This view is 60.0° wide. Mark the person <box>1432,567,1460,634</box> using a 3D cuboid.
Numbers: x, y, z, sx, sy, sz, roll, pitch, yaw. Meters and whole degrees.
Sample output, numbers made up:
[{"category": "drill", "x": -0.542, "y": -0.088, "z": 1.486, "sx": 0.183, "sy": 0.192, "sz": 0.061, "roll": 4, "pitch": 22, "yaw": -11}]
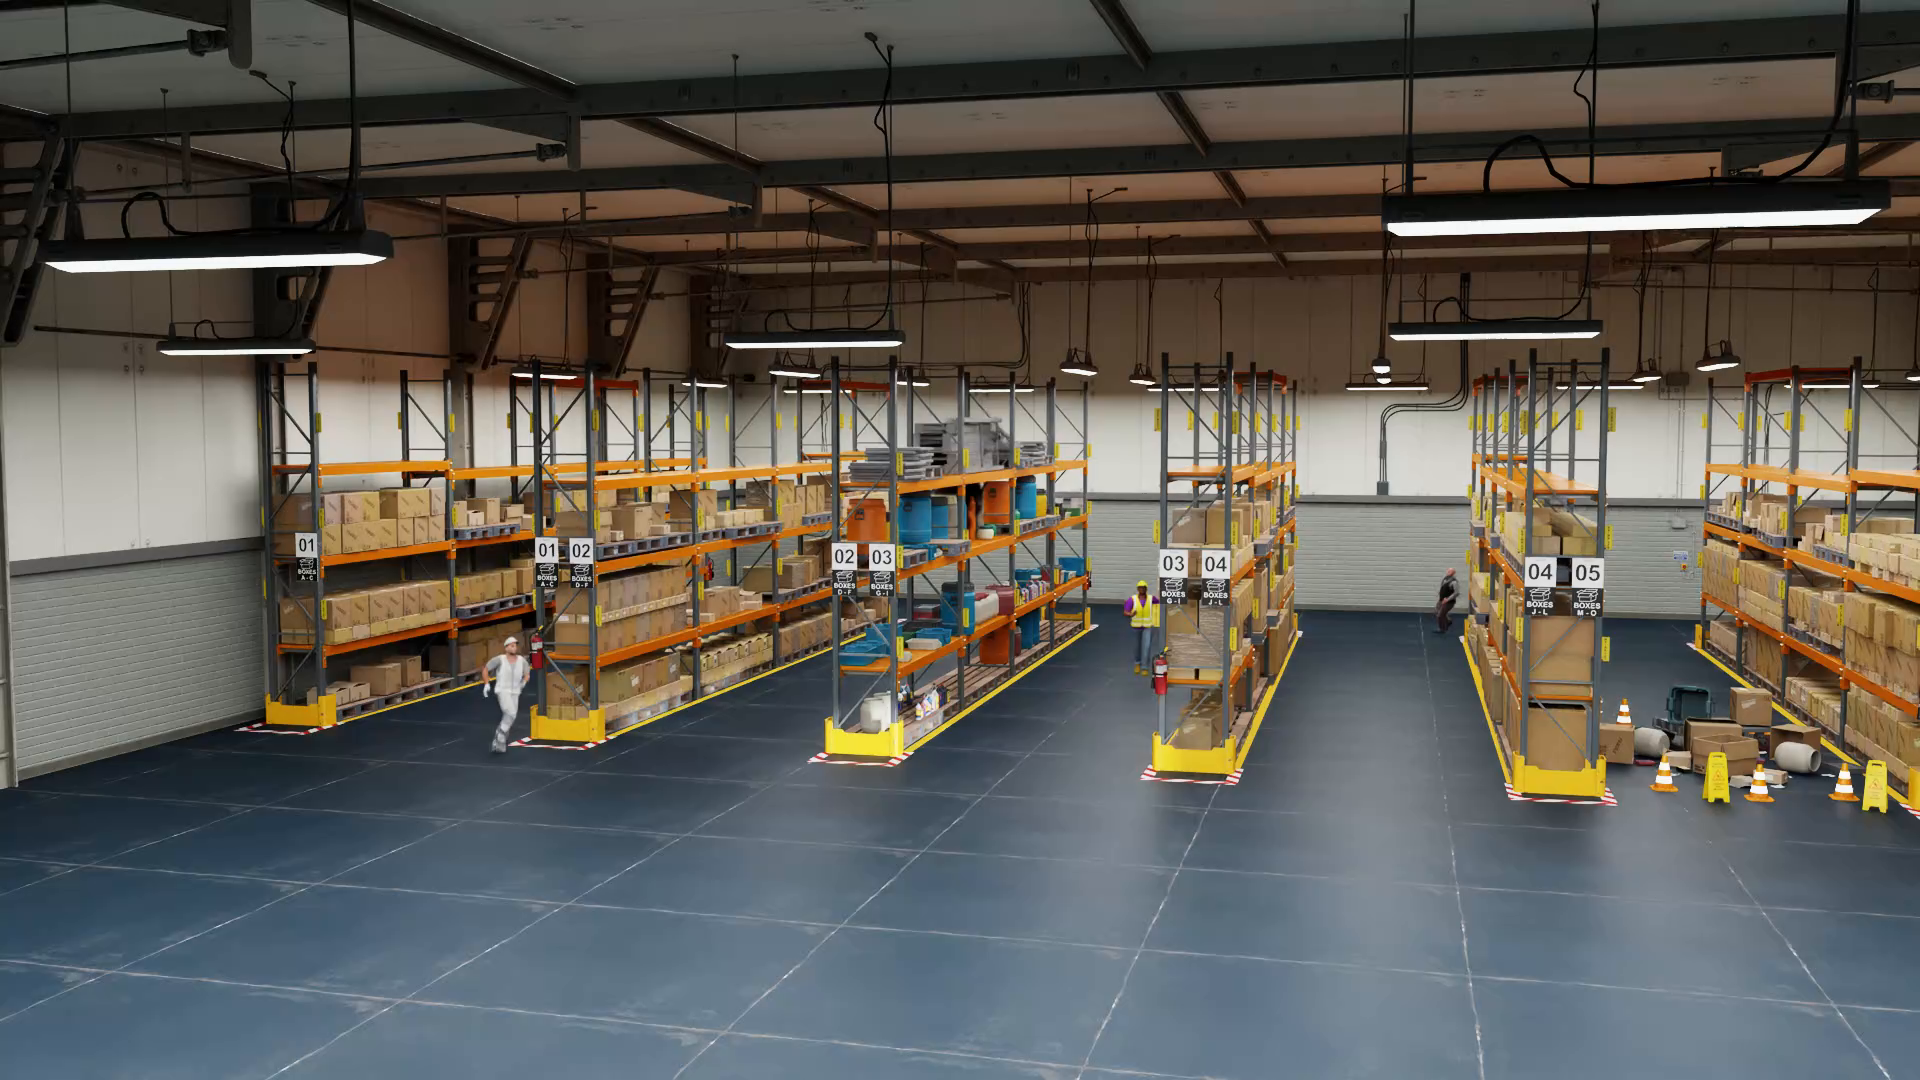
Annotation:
[{"category": "person", "x": 11.550, "y": 1.434, "z": 39.256, "sx": 0.627, "sy": 1.622, "sz": 0.794, "roll": -2, "pitch": 4, "yaw": -24}]

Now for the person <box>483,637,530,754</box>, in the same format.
[{"category": "person", "x": -6.805, "y": 2.340, "z": 25.142, "sx": 0.676, "sy": 1.735, "sz": 0.667, "roll": -4, "pitch": 5, "yaw": -42}]

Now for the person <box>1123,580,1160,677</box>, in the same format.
[{"category": "person", "x": 3.399, "y": 1.654, "z": 31.007, "sx": 0.712, "sy": 1.796, "sz": 0.865, "roll": 0, "pitch": 4, "yaw": 6}]
